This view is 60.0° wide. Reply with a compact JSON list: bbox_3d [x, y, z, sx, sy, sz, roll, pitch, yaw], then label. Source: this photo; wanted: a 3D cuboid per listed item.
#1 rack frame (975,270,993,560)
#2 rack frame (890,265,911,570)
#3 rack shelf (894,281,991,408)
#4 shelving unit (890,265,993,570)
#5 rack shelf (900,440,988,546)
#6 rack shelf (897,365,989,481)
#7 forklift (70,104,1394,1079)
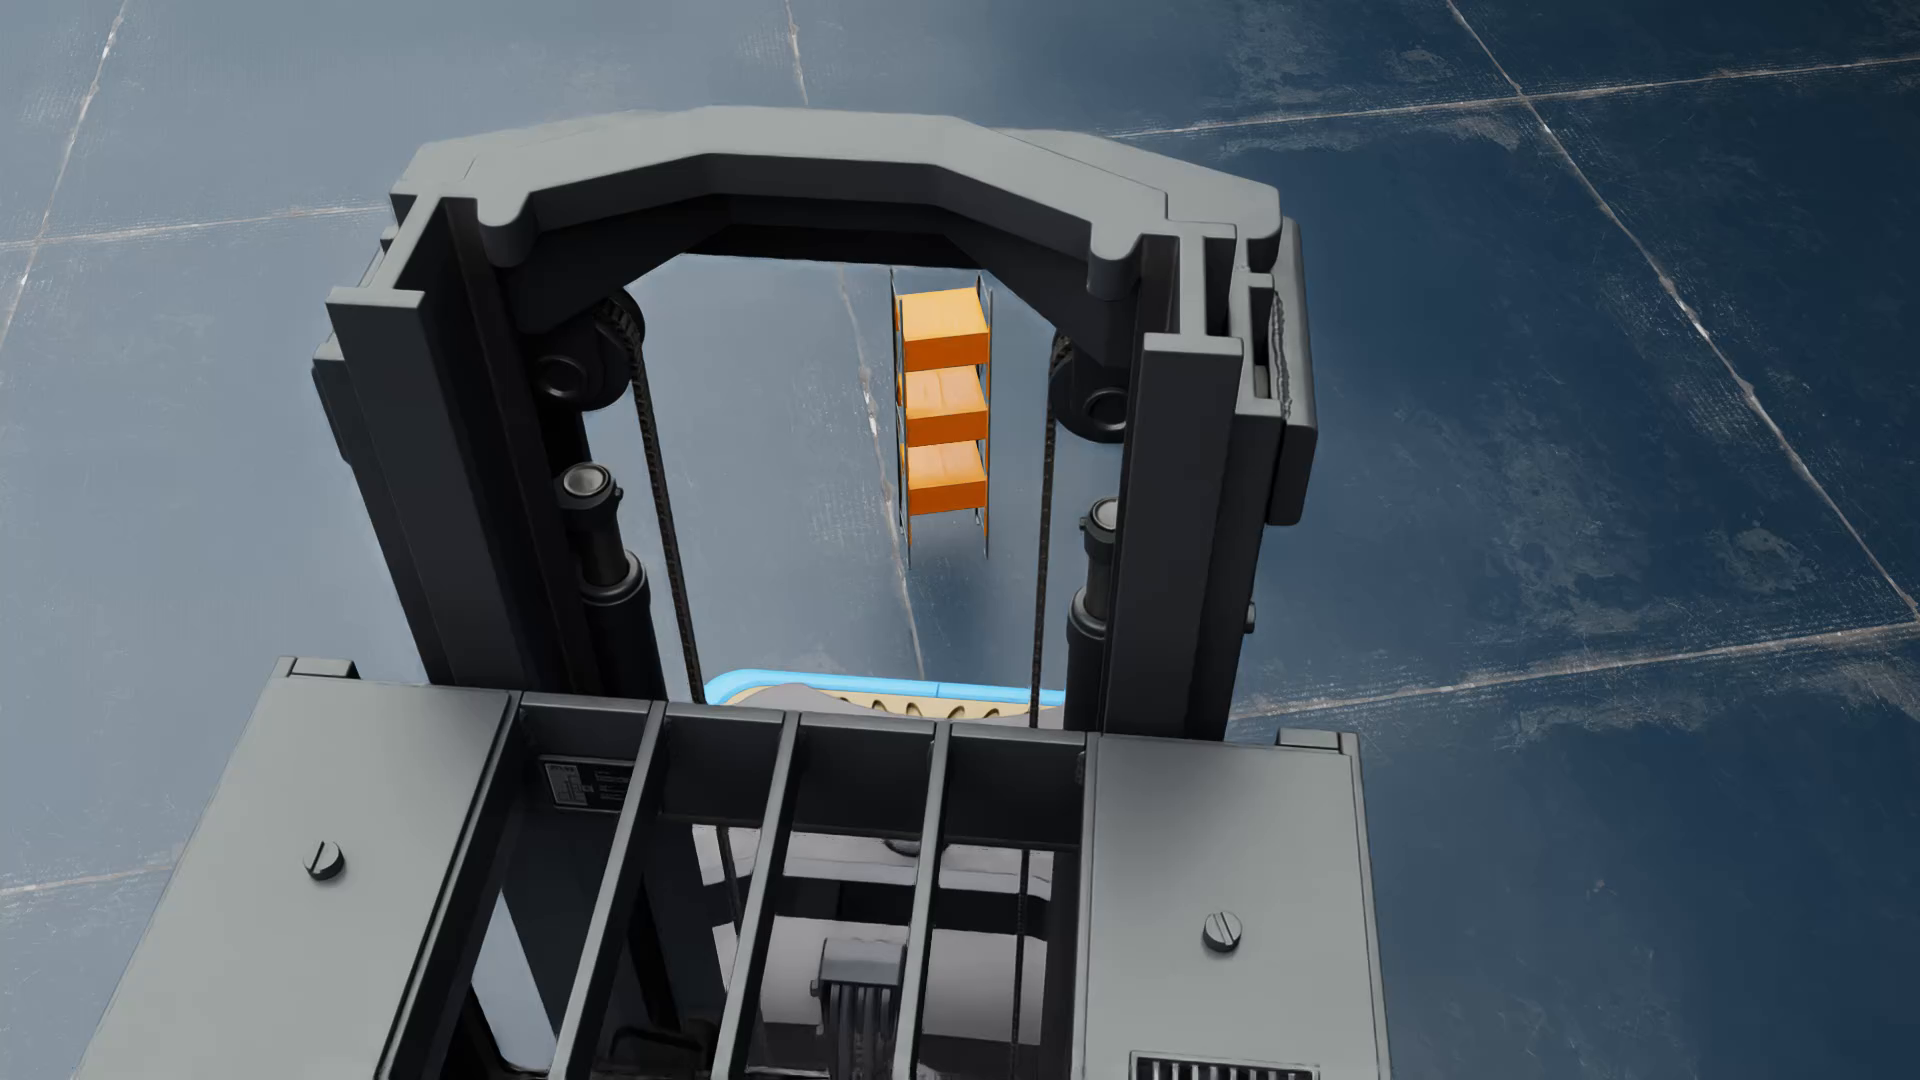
[{"bbox_3d":[0.067,-0.373,4.880,0.008,1.050,0.200,-7,46,-7],"label":"rack frame"},{"bbox_3d":[-0.173,-0.343,4.851,0.008,1.050,0.200,-7,46,-7],"label":"rack frame"},{"bbox_3d":[-0.053,-0.547,4.669,0.240,0.259,0.215,-7,46,-7],"label":"rack shelf"},{"bbox_3d":[-0.053,-0.358,4.866,0.252,1.050,0.215,-7,46,-7],"label":"shelving unit"},{"bbox_3d":[-0.053,-0.158,5.073,0.240,0.259,0.215,-7,46,-7],"label":"rack shelf"},{"bbox_3d":[-0.053,-0.350,4.873,0.240,0.259,0.215,-7,46,-7],"label":"rack shelf"},{"bbox_3d":[-0.178,1.083,2.171,1.130,2.935,3.031,4,46,4],"label":"forklift"}]
